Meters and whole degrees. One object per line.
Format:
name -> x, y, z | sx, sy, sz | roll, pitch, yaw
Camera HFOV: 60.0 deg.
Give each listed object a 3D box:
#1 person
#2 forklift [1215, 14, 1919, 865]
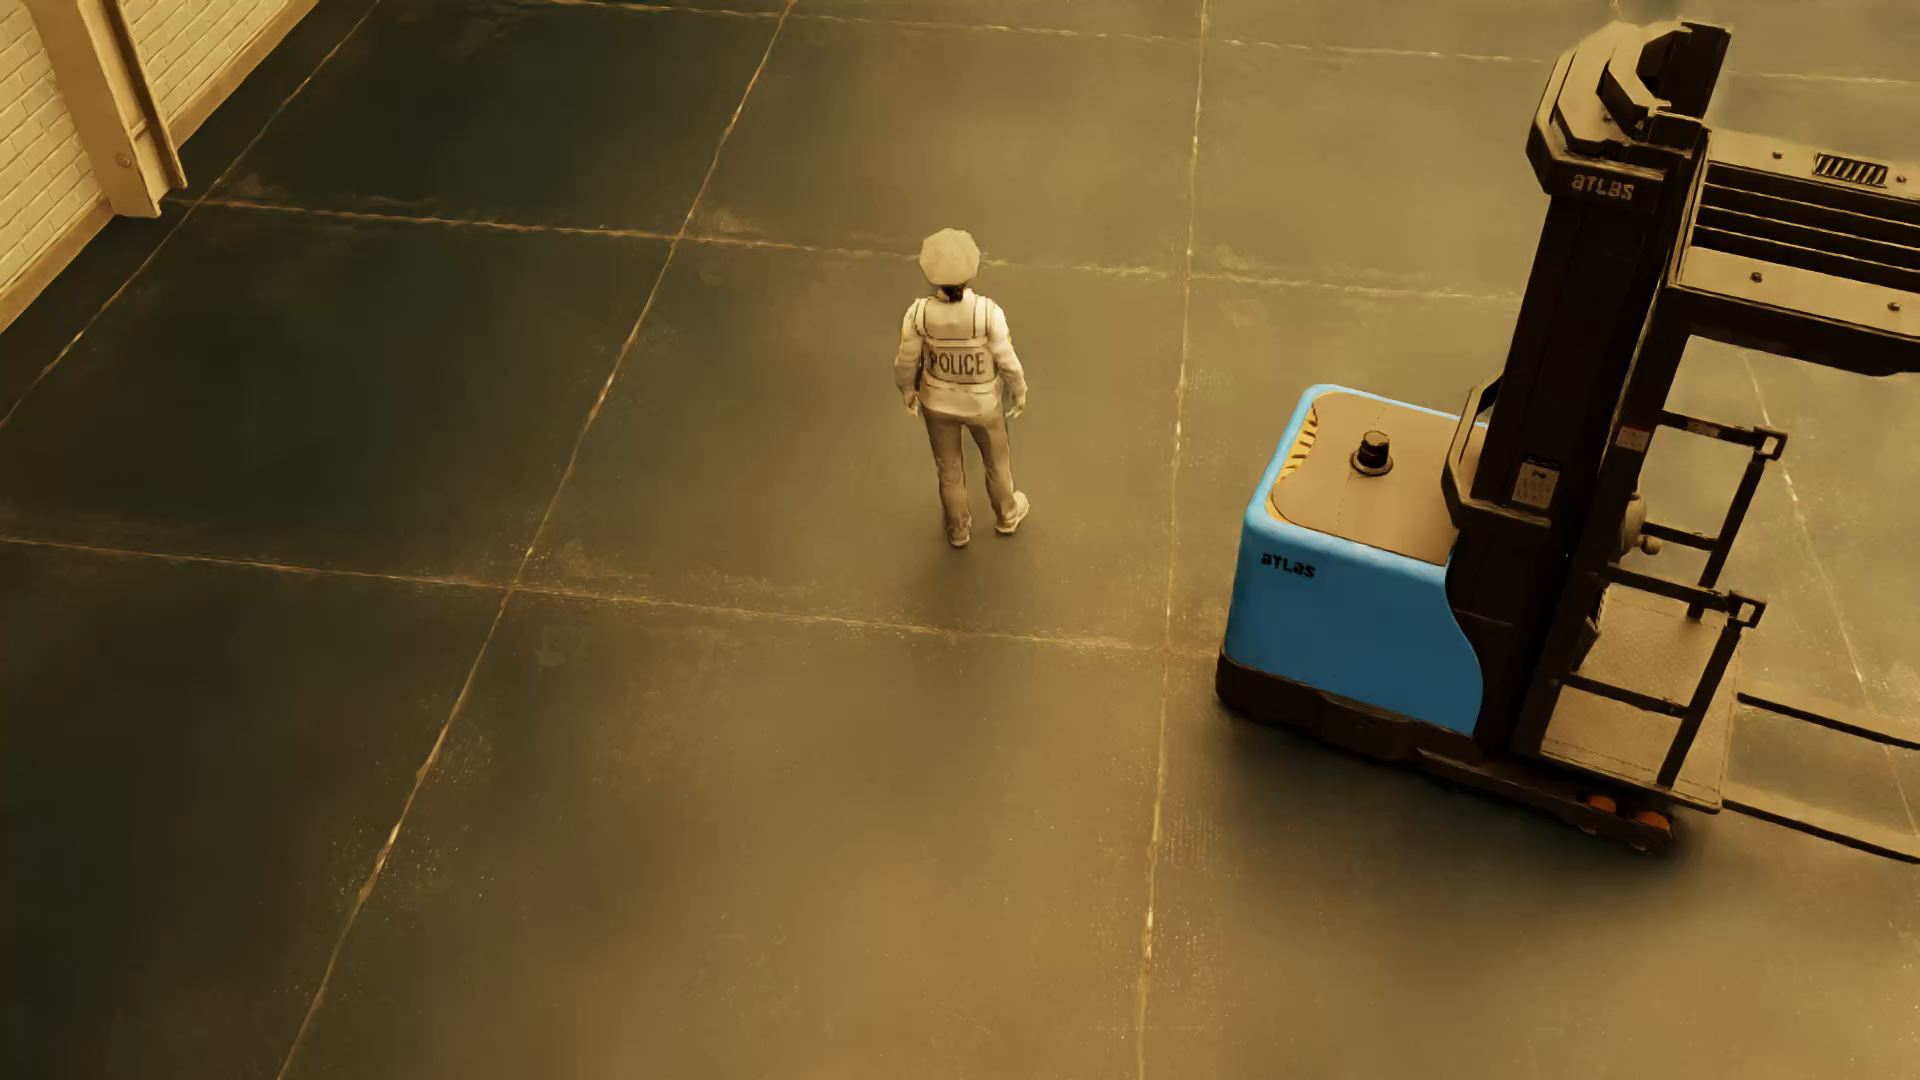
person -> 0.016, -0.674, 7.361 | 0.586, 1.695, 0.532 | 5, 43, 6
forklift -> 2.650, -0.266, 6.014 | 3.031, 2.935, 1.130 | 17, 45, 18
